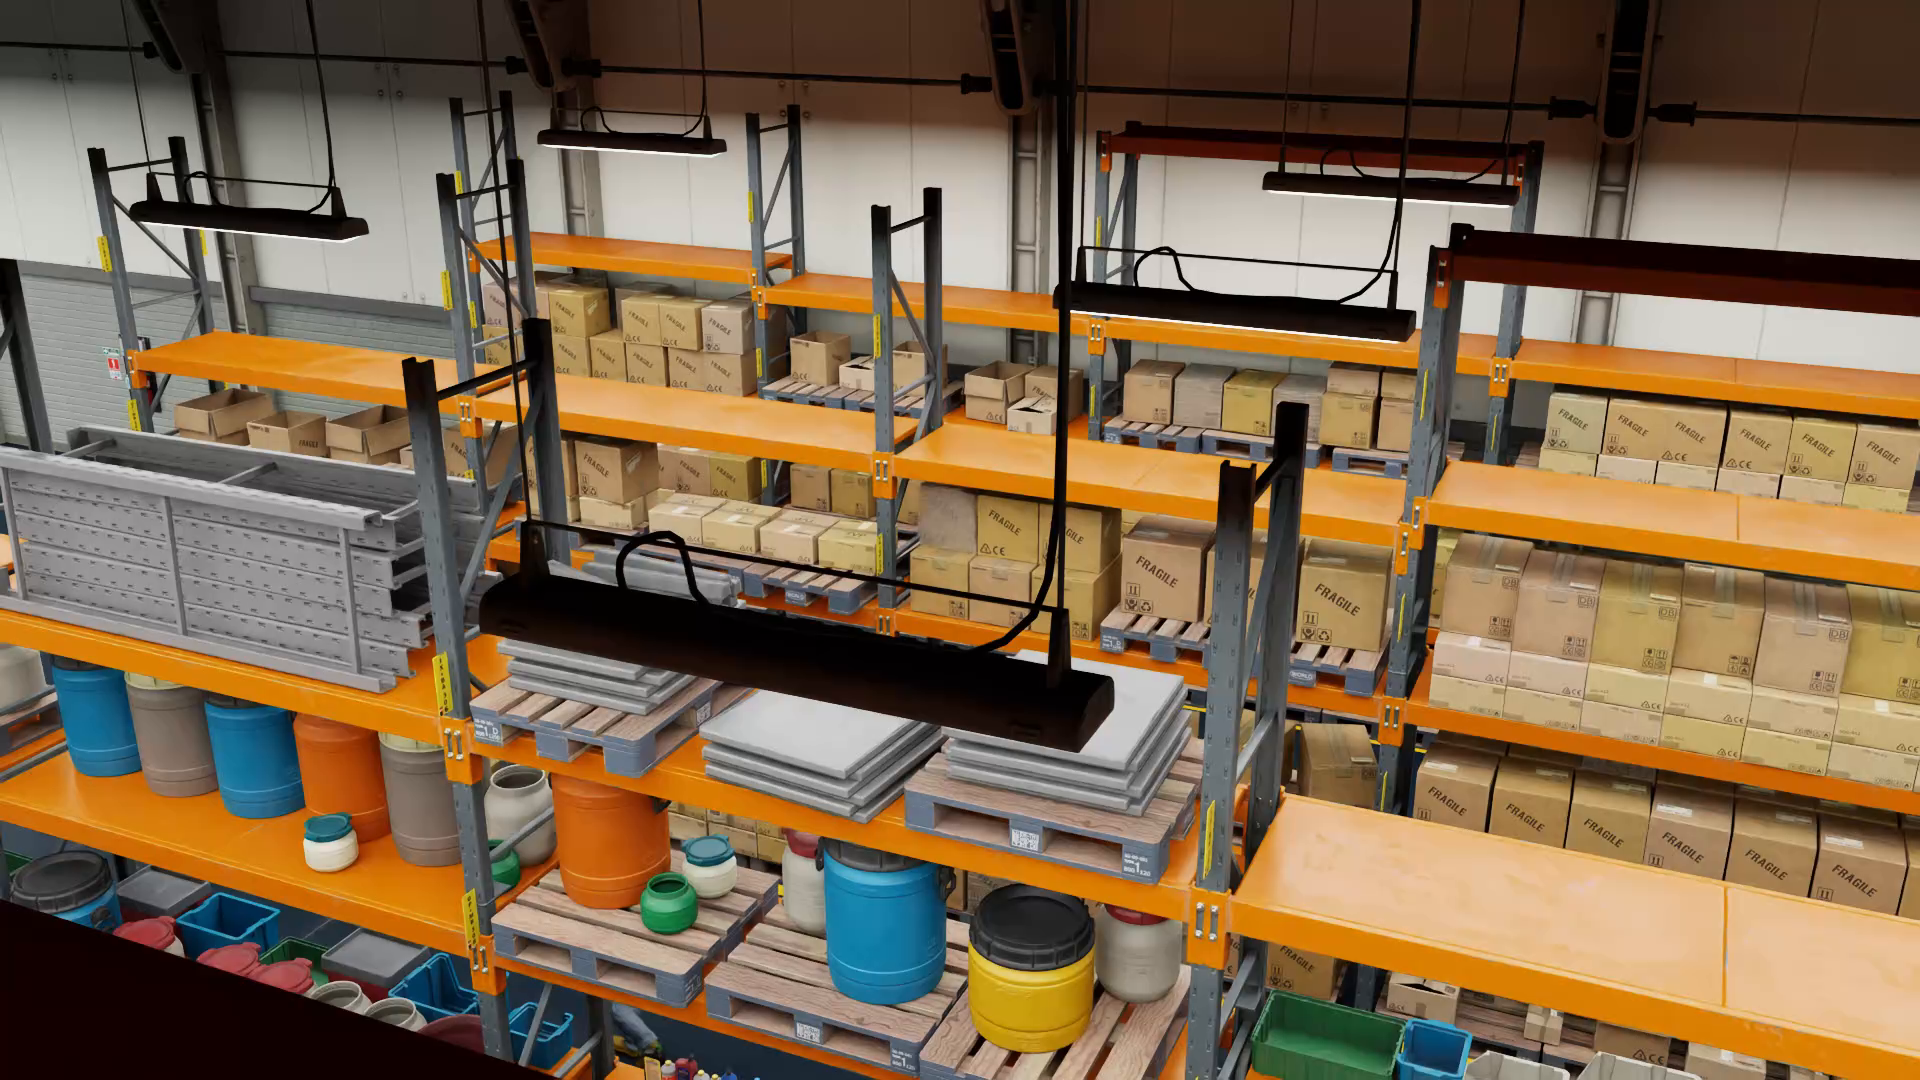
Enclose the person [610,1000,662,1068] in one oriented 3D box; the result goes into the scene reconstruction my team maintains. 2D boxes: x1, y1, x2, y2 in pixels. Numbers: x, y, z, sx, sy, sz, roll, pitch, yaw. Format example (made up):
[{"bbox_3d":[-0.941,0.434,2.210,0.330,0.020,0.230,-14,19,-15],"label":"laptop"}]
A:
[{"bbox_3d":[-2.417,3.037,12.139,0.678,1.739,0.636,13,24,32],"label":"person"}]
